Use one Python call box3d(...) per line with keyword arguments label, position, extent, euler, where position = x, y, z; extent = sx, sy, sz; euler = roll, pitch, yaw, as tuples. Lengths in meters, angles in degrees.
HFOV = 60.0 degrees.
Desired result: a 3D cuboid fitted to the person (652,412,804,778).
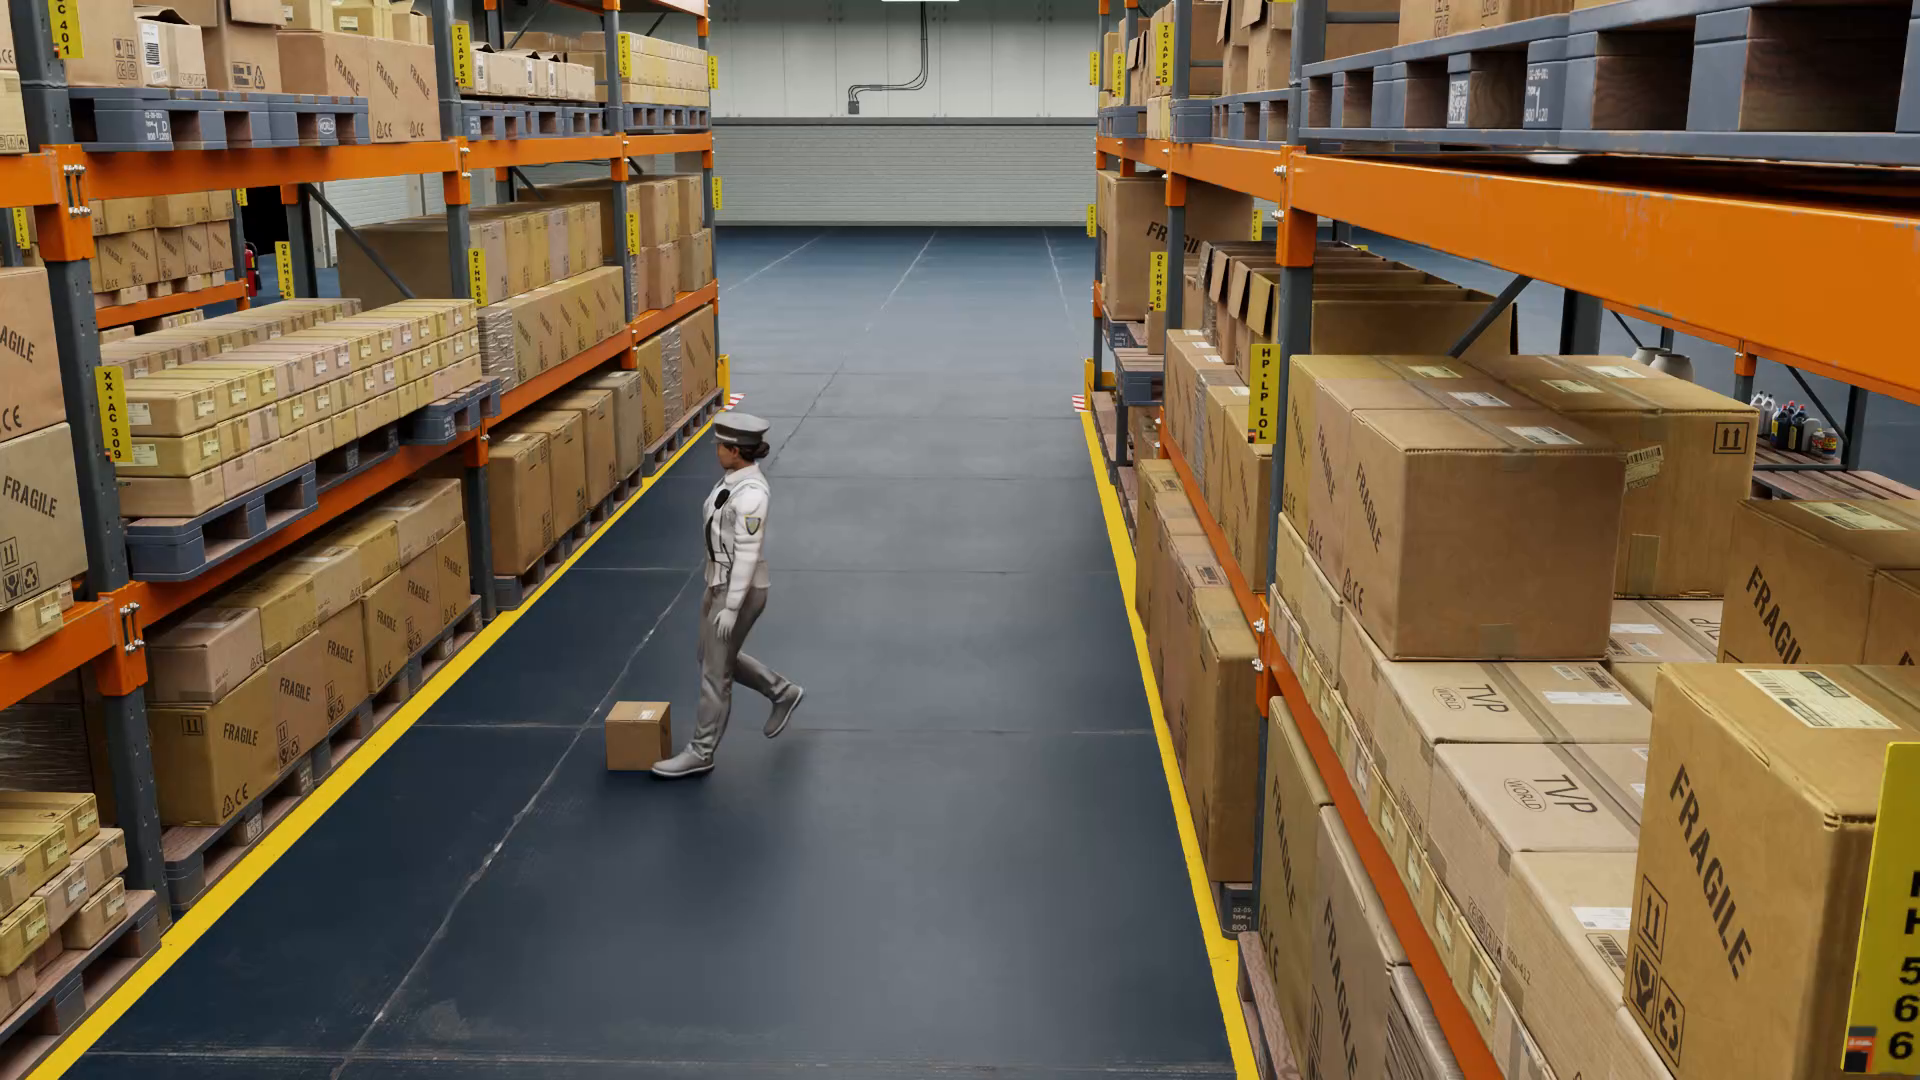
box3d(label="person", position=(-1.066, 0.235, 7.554), extent=(0.743, 1.645, 0.518), euler=(-4, 15, -15))
